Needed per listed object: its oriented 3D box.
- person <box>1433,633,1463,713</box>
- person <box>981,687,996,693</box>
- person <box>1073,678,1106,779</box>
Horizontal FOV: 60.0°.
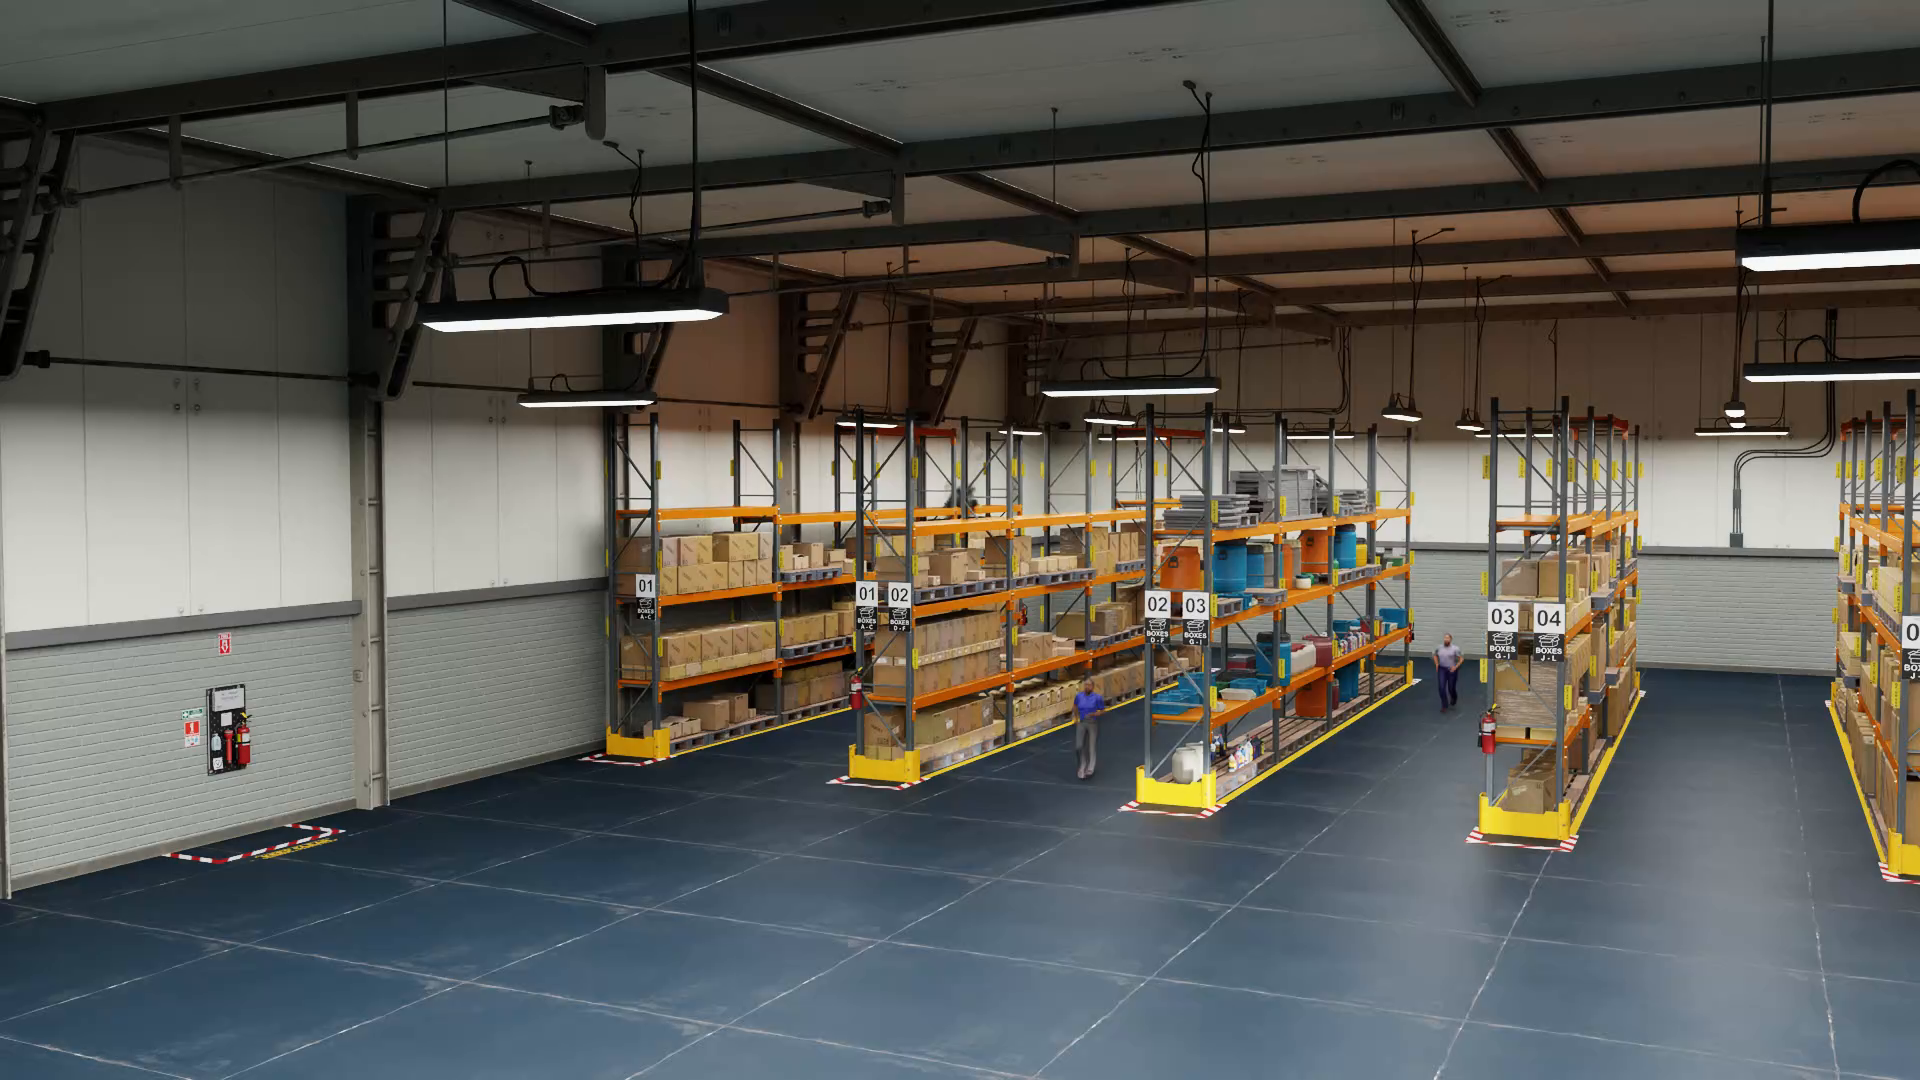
[{"bbox_3d":[10.136,2.751,34.565,0.618,1.618,0.719,1,3,25],"label":"person"},{"bbox_3d":[0.586,2.704,34.663,0.657,1.735,1.013,1,3,28],"label":"person"},{"bbox_3d":[2.082,3.052,26.933,0.565,1.638,0.712,1,2,14],"label":"person"}]
